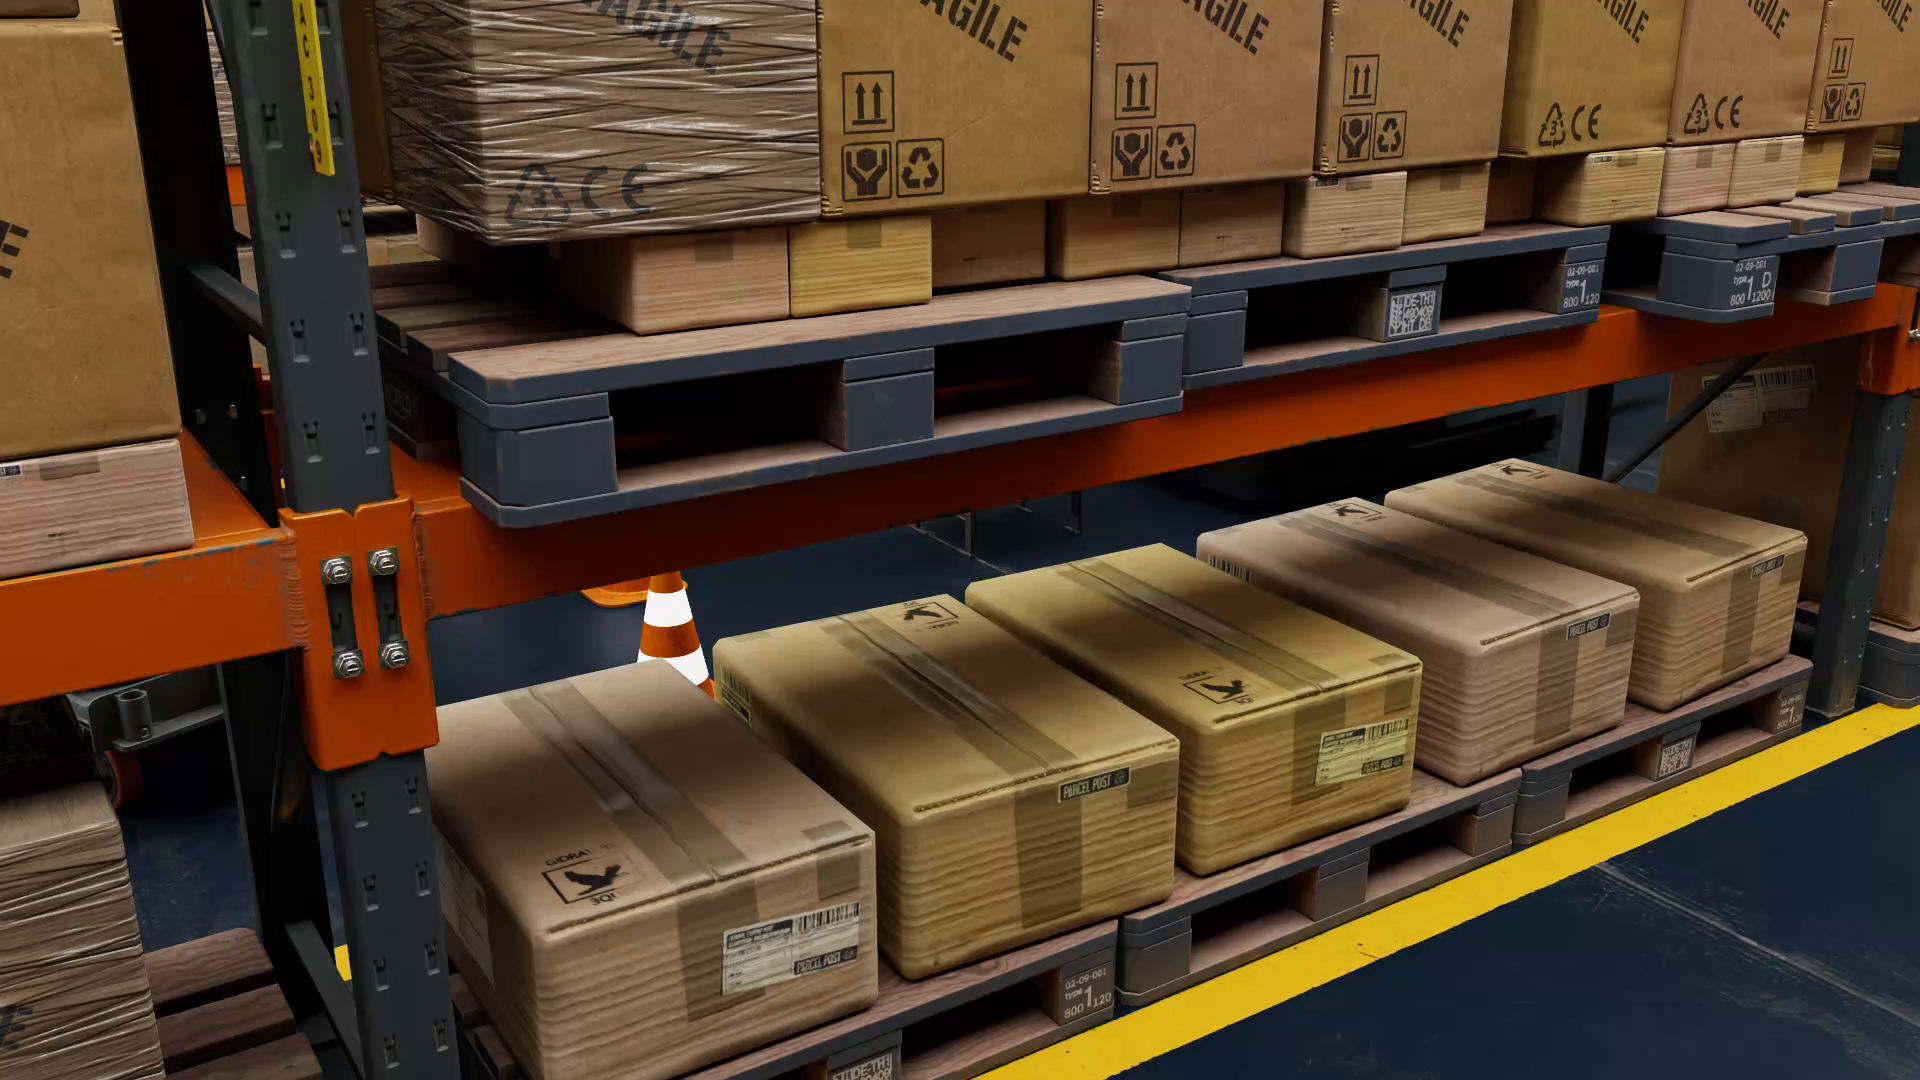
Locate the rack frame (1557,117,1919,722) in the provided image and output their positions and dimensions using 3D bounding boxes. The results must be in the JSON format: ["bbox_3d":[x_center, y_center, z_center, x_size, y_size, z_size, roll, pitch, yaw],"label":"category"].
[{"bbox_3d":[2.244,-1.049,4.664,0.127,3.000,1.000,-12,22,-31],"label":"rack frame"}]

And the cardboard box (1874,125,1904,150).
[{"bbox_3d":[2.803,-1.238,4.677,0.500,0.250,0.500,-12,22,-32],"label":"cardboard box"}]

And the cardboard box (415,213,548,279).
[{"bbox_3d":[-0.819,-0.589,3.039,0.250,0.149,0.380,-12,22,-31],"label":"cardboard box"}]

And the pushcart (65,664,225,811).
[{"bbox_3d":[-2.393,0.297,4.778,1.648,0.377,0.936,13,23,34],"label":"pushcart"}]

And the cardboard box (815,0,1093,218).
[{"bbox_3d":[-0.130,-0.826,2.728,0.500,0.500,0.500,-12,22,-31],"label":"cardboard box"}]

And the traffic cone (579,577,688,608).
[{"bbox_3d":[-1.139,-0.054,5.682,0.334,0.463,0.336,-12,22,-31],"label":"traffic cone"}]

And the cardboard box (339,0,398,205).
[{"bbox_3d":[-0.837,-0.874,2.871,0.500,0.500,0.500,-12,22,-32],"label":"cardboard box"}]

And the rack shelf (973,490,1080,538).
[{"bbox_3d":[0.138,-0.348,6.223,0.480,0.518,0.431,-12,22,-31],"label":"rack shelf"}]

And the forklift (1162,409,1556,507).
[{"bbox_3d":[2.046,-1.876,7.219,3.031,2.935,1.130,-13,23,-34],"label":"forklift"}]

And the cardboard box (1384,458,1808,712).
[{"bbox_3d":[1.766,0.094,4.731,0.625,0.372,0.950,-14,23,-35],"label":"cardboard box"}]

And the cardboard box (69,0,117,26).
[{"bbox_3d":[-3.492,-2.261,6.531,0.500,0.500,0.700,-12,22,-32],"label":"cardboard box"}]

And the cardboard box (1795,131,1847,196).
[{"bbox_3d":[1.915,-0.942,4.083,0.250,0.149,0.380,-12,22,-31],"label":"cardboard box"}]

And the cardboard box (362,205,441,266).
[{"bbox_3d":[-2.627,-1.086,7.631,0.750,0.750,1.050,-12,22,-31],"label":"cardboard box"}]

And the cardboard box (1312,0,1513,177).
[{"bbox_3d":[0.714,-1.003,3.251,0.500,0.500,0.500,-13,23,-34],"label":"cardboard box"}]

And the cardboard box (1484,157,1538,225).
[{"bbox_3d":[1.014,-0.780,3.606,0.250,0.149,0.380,-12,22,-31],"label":"cardboard box"}]

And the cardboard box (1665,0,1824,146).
[{"bbox_3d":[1.591,-1.188,3.798,0.500,0.500,0.500,-12,22,-32],"label":"cardboard box"}]

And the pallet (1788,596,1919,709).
[{"bbox_3d":[2.944,0.153,5.462,1.213,0.211,1.003,-12,22,-31],"label":"pallet"}]

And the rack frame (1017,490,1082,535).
[{"bbox_3d":[0.342,-1.067,6.122,0.015,2.100,0.400,-12,22,-31],"label":"rack frame"}]

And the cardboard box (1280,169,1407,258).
[{"bbox_3d":[0.642,-0.659,3.248,0.250,0.149,0.380,-11,22,-29],"label":"cardboard box"}]

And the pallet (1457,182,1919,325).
[{"bbox_3d":[1.707,-0.804,4.239,1.003,0.211,1.213,-12,22,-31],"label":"pallet"}]

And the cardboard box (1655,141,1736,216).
[{"bbox_3d":[1.515,-0.843,3.792,0.250,0.149,0.380,-13,23,-34],"label":"cardboard box"}]

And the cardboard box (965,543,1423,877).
[{"bbox_3d":[0.518,0.358,3.950,0.625,0.372,0.950,-11,22,-30],"label":"cardboard box"}]

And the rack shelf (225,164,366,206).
[{"bbox_3d":[-2.233,-1.662,7.601,4.000,0.370,1.077,-12,22,-31],"label":"rack shelf"}]

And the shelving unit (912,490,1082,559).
[{"bbox_3d":[0.138,-1.024,5.995,0.503,2.100,0.431,-12,22,-31],"label":"shelving unit"}]

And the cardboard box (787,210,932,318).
[{"bbox_3d":[-0.248,-0.479,2.714,0.250,0.149,0.380,-11,22,-30],"label":"cardboard box"}]

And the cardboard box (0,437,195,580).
[{"bbox_3d":[-1.198,-0.087,2.212,0.250,0.149,0.380,-12,22,-32],"label":"cardboard box"}]

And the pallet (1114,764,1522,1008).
[{"bbox_3d":[0.572,0.623,4.073,1.213,0.211,1.003,-12,22,-31],"label":"pallet"}]

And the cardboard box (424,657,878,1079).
[{"bbox_3d":[-0.660,0.608,3.209,0.625,0.372,0.950,-12,22,-31],"label":"cardboard box"}]

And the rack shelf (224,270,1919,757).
[{"bbox_3d":[0.573,-0.356,3.737,4.000,0.370,1.077,-12,22,-31],"label":"rack shelf"}]

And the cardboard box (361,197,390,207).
[{"bbox_3d":[-4.211,-2.499,12.171,0.500,0.500,0.700,-14,23,-36],"label":"cardboard box"}]

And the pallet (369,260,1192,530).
[{"bbox_3d":[-0.379,-0.349,2.894,1.213,0.211,1.003,-12,22,-31],"label":"pallet"}]

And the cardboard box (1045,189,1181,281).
[{"bbox_3d":[0.184,-0.583,3.023,0.250,0.149,0.380,-12,22,-31],"label":"cardboard box"}]

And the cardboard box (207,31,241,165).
[{"bbox_3d":[-2.895,-1.808,6.752,0.500,0.500,0.500,-12,22,-31],"label":"cardboard box"}]

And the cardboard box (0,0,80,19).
[{"bbox_3d":[-1.584,-0.987,2.299,0.500,0.500,0.700,-12,22,-32],"label":"cardboard box"}]
